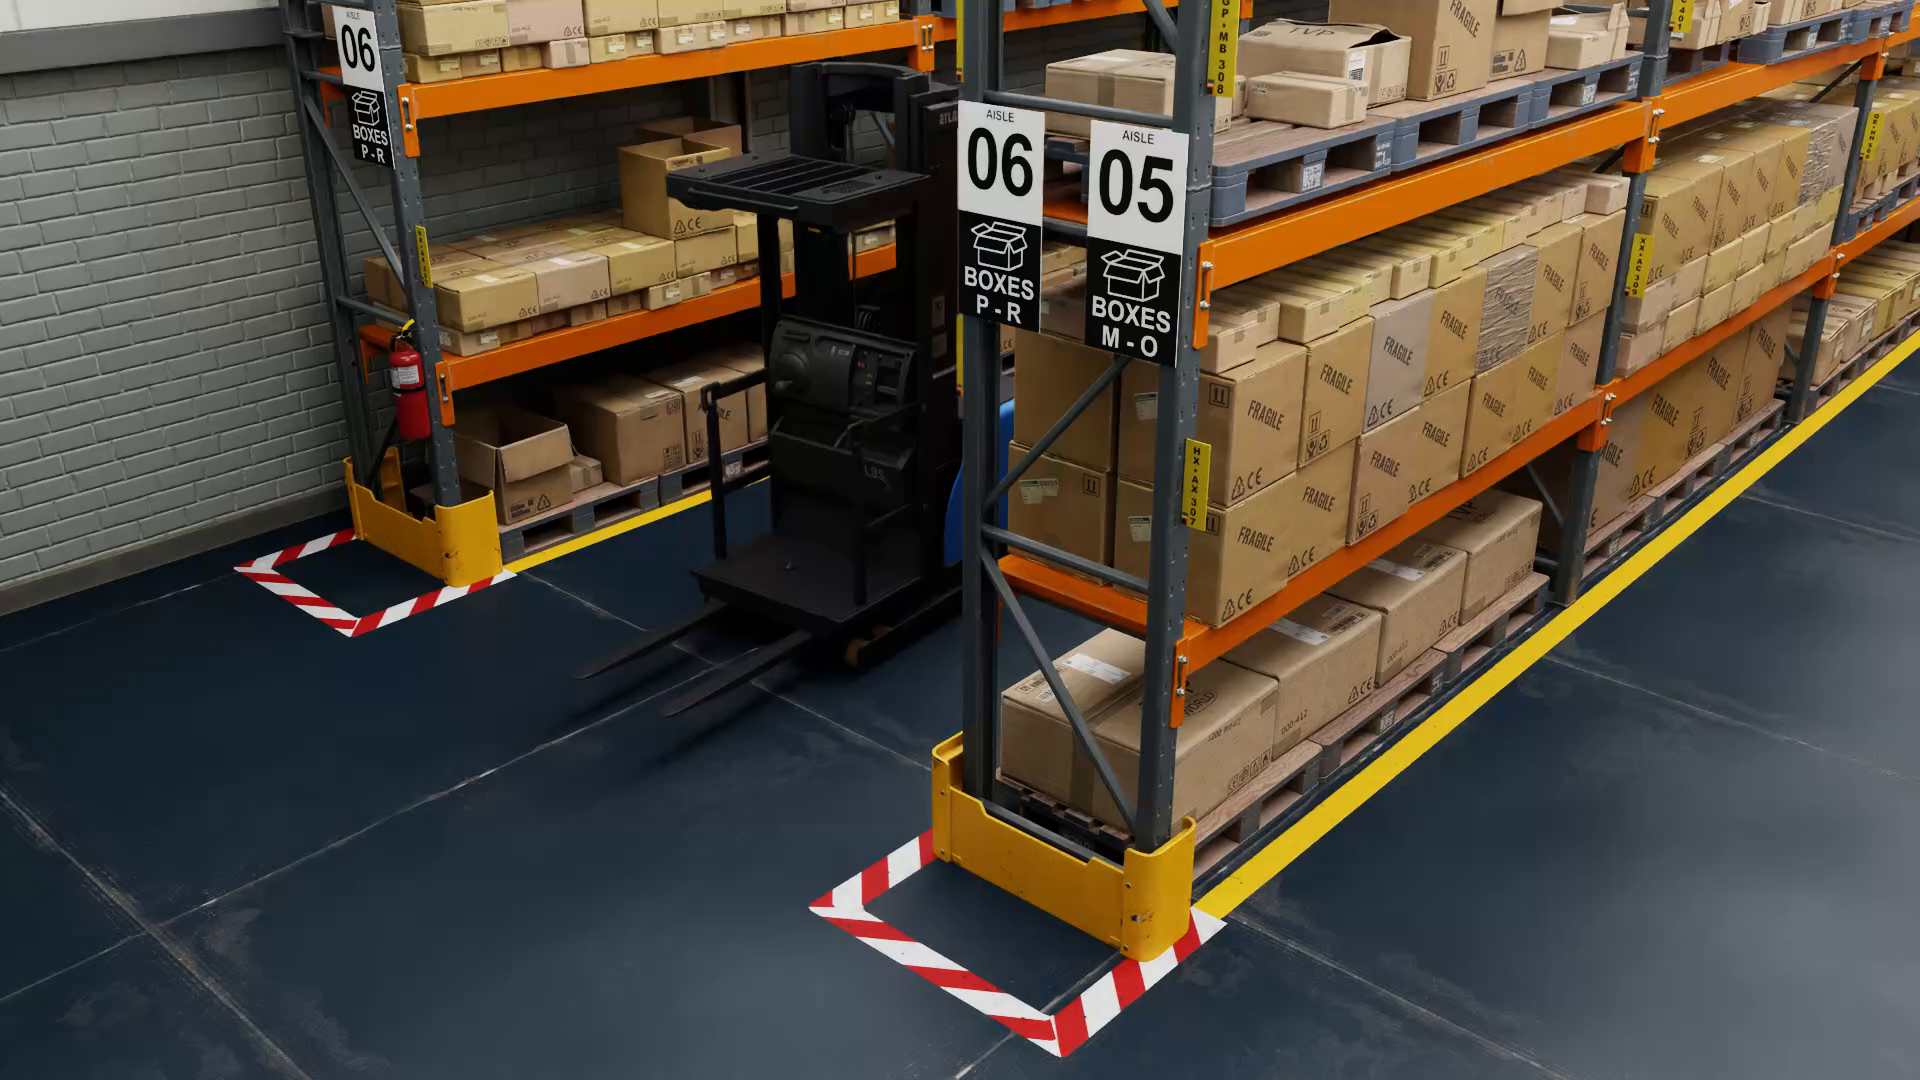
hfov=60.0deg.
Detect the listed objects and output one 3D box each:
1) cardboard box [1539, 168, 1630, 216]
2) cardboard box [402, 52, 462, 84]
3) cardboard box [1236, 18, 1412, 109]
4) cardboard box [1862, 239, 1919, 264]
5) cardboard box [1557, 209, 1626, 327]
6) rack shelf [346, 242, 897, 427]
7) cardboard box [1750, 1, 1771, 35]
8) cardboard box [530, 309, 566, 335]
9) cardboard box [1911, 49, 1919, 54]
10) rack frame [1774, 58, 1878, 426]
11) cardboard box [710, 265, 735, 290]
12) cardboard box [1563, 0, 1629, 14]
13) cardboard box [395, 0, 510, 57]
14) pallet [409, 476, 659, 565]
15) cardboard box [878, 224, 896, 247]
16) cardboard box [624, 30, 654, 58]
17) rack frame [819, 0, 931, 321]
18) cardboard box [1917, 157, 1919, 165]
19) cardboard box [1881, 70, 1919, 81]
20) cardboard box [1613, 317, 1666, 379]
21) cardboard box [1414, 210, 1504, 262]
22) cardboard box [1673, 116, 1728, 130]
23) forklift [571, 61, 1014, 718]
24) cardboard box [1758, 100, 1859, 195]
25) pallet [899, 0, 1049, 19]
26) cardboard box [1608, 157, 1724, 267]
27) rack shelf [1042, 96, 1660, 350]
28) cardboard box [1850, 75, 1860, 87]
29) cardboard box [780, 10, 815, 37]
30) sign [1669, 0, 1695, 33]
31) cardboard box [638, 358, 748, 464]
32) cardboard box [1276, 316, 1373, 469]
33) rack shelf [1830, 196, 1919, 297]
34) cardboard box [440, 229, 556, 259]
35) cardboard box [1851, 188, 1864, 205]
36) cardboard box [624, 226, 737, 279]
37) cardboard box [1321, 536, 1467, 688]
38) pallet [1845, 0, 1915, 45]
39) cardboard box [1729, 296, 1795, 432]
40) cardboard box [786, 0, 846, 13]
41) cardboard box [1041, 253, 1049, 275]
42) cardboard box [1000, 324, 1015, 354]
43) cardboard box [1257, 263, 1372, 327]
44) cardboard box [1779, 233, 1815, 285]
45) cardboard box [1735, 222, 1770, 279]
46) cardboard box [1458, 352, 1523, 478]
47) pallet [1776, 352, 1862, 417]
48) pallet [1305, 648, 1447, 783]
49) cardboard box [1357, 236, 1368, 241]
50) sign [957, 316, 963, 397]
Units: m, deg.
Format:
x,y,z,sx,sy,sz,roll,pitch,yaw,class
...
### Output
x,y,z,sx,sy,sz,roll,pitch,yaw,class
3.122,-1.751,8.352,0.380,0.149,0.250,19,31,37,cardboard box
-2.892,-2.557,8.927,0.380,0.149,0.250,21,32,39,cardboard box
1.458,-1.923,6.679,0.500,0.311,0.500,21,31,38,cardboard box
8.082,-2.403,14.642,0.950,0.372,0.625,21,31,38,cardboard box
2.982,-1.416,8.399,0.500,0.500,0.500,20,31,37,cardboard box
-1.943,-1.550,10.921,1.077,0.370,4.000,20,31,38,rack shelf
4.196,-2.877,9.107,0.380,0.166,0.250,18,30,34,cardboard box
-2.569,-1.360,9.923,0.380,0.149,0.250,20,31,37,cardboard box
7.840,-3.824,13.321,0.380,0.149,0.250,19,30,36,cardboard box
5.761,-2.352,11.830,1.000,3.000,0.127,20,31,38,rack frame
-1.676,-1.742,10.776,0.380,0.149,0.250,20,31,37,cardboard box
3.523,-2.979,9.158,0.500,0.311,0.500,20,31,38,cardboard box
-2.778,-2.766,8.906,0.500,0.250,0.500,20,31,37,cardboard box
-2.695,-0.263,10.579,1.003,0.211,1.213,20,31,38,pallet
-0.633,-2.207,11.814,0.380,0.149,0.250,21,31,38,cardboard box
-2.021,-2.939,9.780,0.380,0.149,0.250,20,31,37,cardboard box
-0.608,-2.488,12.133,1.000,3.000,0.127,20,31,38,rack frame
7.601,-3.109,13.312,0.380,0.149,0.250,20,31,37,cardboard box
7.614,-3.434,13.243,0.500,0.500,0.500,21,32,39,cardboard box
3.581,-1.127,9.281,0.500,0.250,0.500,19,31,36,cardboard box
2.222,-1.379,7.521,0.380,0.149,0.250,19,31,36,cardboard box
4.569,-2.464,10.734,0.500,0.500,0.500,21,32,39,cardboard box
-0.758,-0.880,8.630,1.130,2.935,3.031,17,29,33,forklift
5.610,-2.625,11.095,0.500,0.500,0.500,19,30,36,cardboard box
-0.120,-3.950,11.958,1.213,0.211,1.003,20,31,38,pallet
3.918,-1.854,9.374,0.500,0.500,0.500,20,31,37,cardboard box
1.756,-1.565,7.287,1.077,0.370,4.000,20,31,38,rack shelf
6.895,-3.421,13.213,0.500,0.500,0.500,19,30,35,cardboard box
-1.147,-3.325,10.640,0.380,0.149,0.250,20,31,37,cardboard box
3.505,-2.623,8.040,0.100,0.325,0.005,20,31,38,sign
-1.772,-0.864,11.054,0.500,0.500,0.500,21,31,38,cardboard box
1.293,-0.645,6.677,0.500,0.500,0.500,19,30,36,cardboard box
7.095,-2.634,13.337,1.077,0.370,4.000,20,31,38,rack shelf
-2.823,-1.706,10.208,0.500,0.250,0.500,20,31,38,cardboard box
6.330,-2.555,12.075,0.380,0.149,0.250,18,30,34,cardboard box
-1.777,-1.872,10.578,0.500,0.250,0.500,19,30,36,cardboard box
1.995,0.279,8.581,0.875,0.438,0.875,19,30,36,cardboard box
5.370,-3.424,10.786,1.213,0.211,1.003,22,32,40,pallet
5.238,-1.387,11.760,0.875,0.875,0.875,20,31,37,cardboard box
-1.083,-3.547,10.649,0.500,0.250,0.500,19,30,36,cardboard box
0.487,-2.212,13.265,0.380,0.149,0.250,20,31,37,cardboard box
0.231,-1.790,13.118,0.500,0.500,0.500,20,31,37,cardboard box
1.407,-0.978,6.627,0.380,0.149,0.250,19,30,36,cardboard box
5.287,-1.899,11.003,0.500,0.250,0.500,21,31,38,cardboard box
4.614,-1.818,10.211,0.500,0.250,0.500,19,30,36,cardboard box
2.308,-0.653,7.918,0.500,0.500,0.500,20,31,37,cardboard box
6.283,-1.318,12.931,1.003,0.211,1.213,20,31,38,pallet
1.711,0.722,8.381,1.003,0.211,1.213,20,31,38,pallet
1.657,-1.447,7.675,0.380,0.149,0.250,20,31,38,cardboard box
0.027,-0.704,6.449,0.100,0.325,0.005,20,31,38,sign
